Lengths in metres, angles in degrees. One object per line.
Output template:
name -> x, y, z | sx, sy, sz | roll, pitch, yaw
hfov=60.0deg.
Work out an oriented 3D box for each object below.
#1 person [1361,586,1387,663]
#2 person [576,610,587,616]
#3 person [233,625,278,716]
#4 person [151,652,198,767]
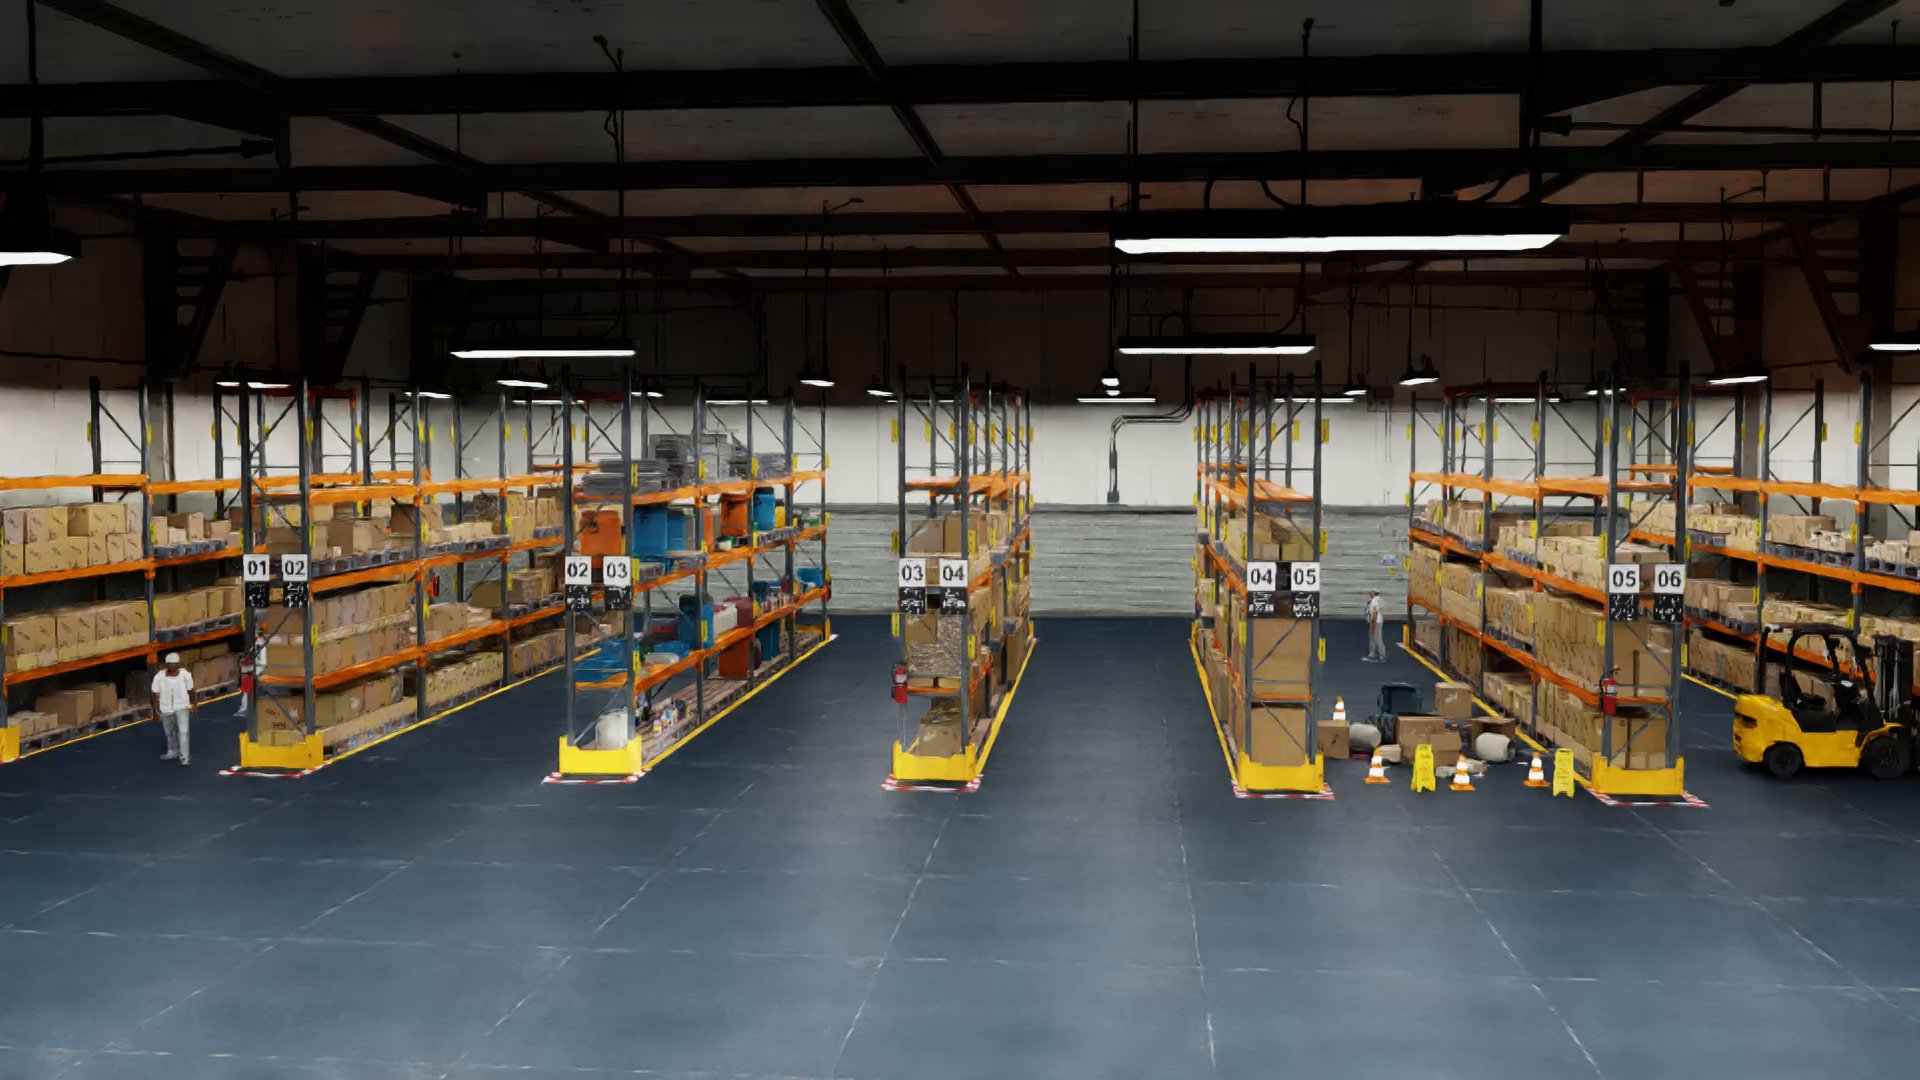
person -> 9.075, 1.832, 36.431 | 0.559, 1.651, 0.682 | 1, 4, 16
person -> -10.346, 1.334, 45.280 | 0.566, 1.541, 0.519 | 0, 4, 3
person -> -12.424, 2.288, 29.432 | 0.482, 1.616, 0.989 | 1, 4, 14
person -> -11.861, 2.545, 25.098 | 0.617, 1.722, 0.962 | -1, 4, -17
